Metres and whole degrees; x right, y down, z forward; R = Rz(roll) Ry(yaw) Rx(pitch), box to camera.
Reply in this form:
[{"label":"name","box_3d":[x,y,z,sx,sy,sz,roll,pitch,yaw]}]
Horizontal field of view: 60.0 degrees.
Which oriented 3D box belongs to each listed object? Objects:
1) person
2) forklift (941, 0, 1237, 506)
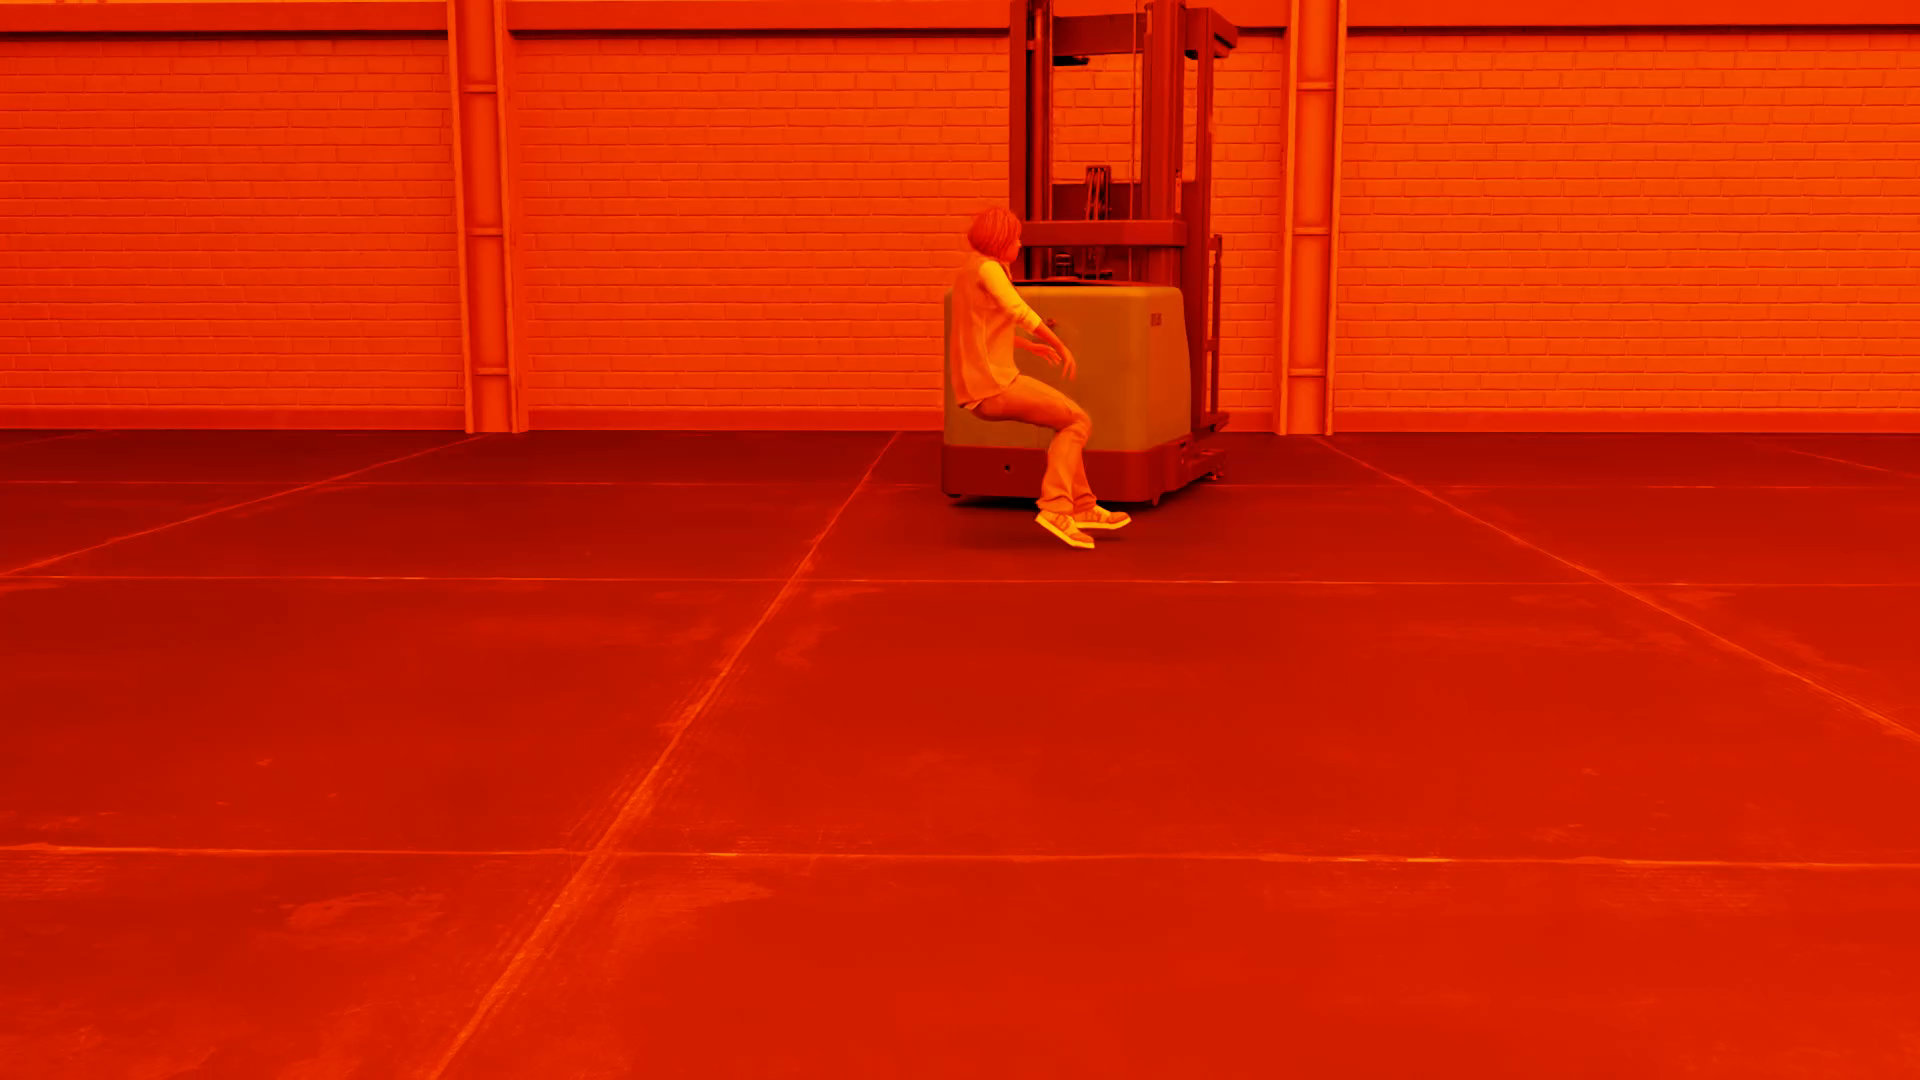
[{"label":"person","box_3d":[0.343,-0.693,7.009,0.760,1.395,0.689,-3,9,-18]},{"label":"forklift","box_3d":[0.885,-1.793,9.163,1.130,2.935,3.031,3,9,20]}]
